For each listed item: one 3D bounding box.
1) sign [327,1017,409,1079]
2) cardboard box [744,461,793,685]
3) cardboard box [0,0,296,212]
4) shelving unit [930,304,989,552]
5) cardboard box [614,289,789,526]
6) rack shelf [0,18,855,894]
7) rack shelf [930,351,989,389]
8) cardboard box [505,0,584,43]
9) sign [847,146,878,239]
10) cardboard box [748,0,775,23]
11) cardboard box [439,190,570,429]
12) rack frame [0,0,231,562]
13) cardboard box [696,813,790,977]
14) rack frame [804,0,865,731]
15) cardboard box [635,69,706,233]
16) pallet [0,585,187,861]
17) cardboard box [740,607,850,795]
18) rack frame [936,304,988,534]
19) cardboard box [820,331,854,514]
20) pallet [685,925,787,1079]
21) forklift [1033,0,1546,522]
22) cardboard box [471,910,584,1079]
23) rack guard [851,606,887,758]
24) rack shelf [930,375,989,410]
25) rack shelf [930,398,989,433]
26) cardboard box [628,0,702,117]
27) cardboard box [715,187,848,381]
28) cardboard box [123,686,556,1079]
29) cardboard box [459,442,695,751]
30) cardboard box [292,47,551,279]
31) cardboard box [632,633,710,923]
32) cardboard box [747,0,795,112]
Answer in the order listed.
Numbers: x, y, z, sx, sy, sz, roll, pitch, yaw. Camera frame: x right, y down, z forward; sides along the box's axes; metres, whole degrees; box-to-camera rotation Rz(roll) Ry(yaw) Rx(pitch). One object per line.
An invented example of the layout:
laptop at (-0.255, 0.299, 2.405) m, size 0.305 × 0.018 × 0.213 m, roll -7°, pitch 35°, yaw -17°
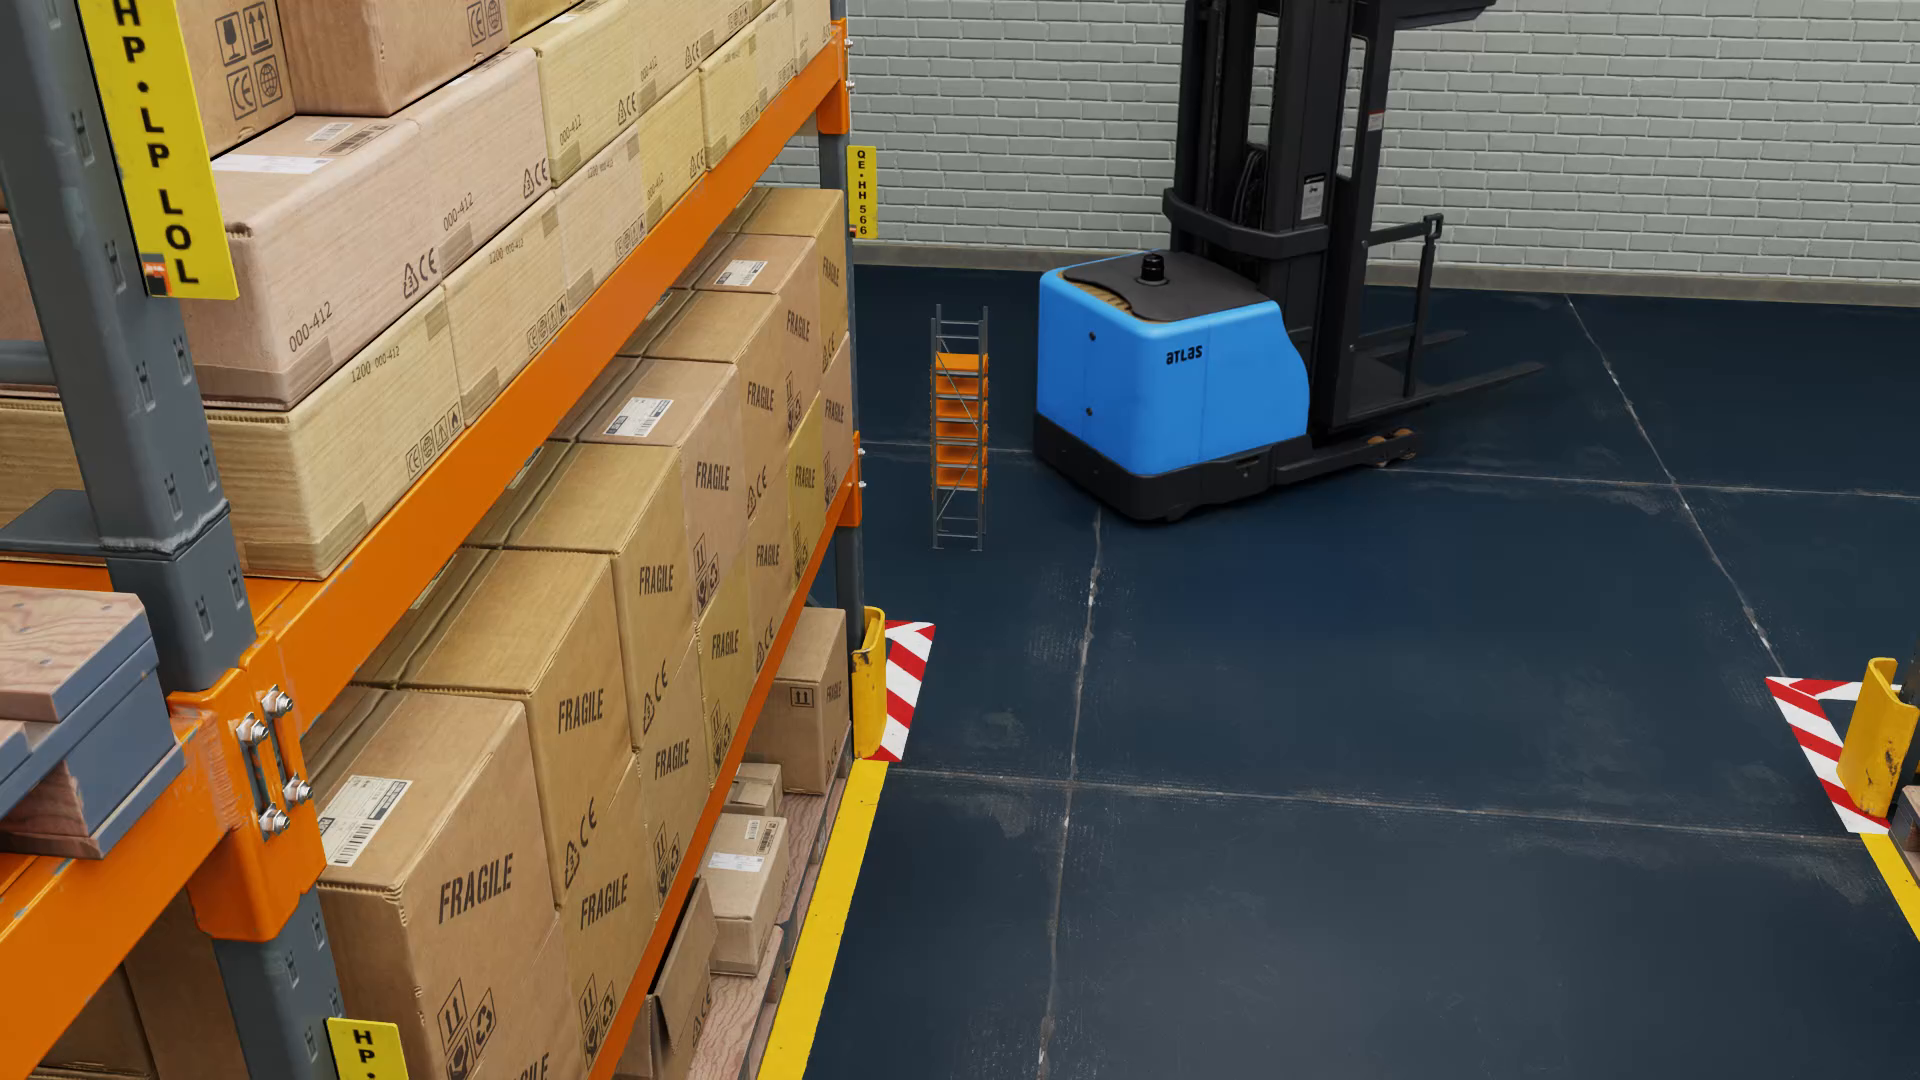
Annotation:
sign at (-0.825, 0.807, 2.369) m, size 0.100 × 0.325 × 0.005 m, roll 3°, pitch 28°, yaw 6°
cardboard box at (-0.797, 0.065, 4.861) m, size 0.500 × 0.500 × 0.500 m, roll 4°, pitch 29°, yaw 7°
cardboard box at (-1.354, -0.750, 2.157) m, size 0.700 × 0.500 × 0.500 m, roll 3°, pitch 28°, yaw 6°
shelving unit at (-0.002, -0.521, 7.953) m, size 0.258 × 1.200 × 0.189 m, roll 3°, pitch 28°, yaw 6°
cardboard box at (-0.788, -0.373, 4.620) m, size 0.500 × 0.500 × 0.500 m, roll 4°, pitch 29°, yaw 8°
rack shelf at (-1.131, -0.659, 3.907) m, size 1.077 × 0.370 × 4.000 m, roll 3°, pitch 28°, yaw 6°
rack shelf at (-0.002, -0.799, 7.803) m, size 0.258 × 0.103 × 0.180 m, roll 3°, pitch 28°, yaw 6°
cardboard box at (-1.097, -1.212, 3.016) m, size 0.700 × 0.500 × 0.500 m, roll 3°, pitch 28°, yaw 6°
sign at (-0.338, -1.204, 5.768) m, size 0.100 × 0.325 × 0.005 m, roll 3°, pitch 28°, yaw 6°
cardboard box at (-0.757, -1.579, 4.487) m, size 0.500 × 0.250 × 0.500 m, roll 3°, pitch 28°, yaw 6°
cardboard box at (-1.006, -0.418, 2.859) m, size 0.500 × 0.250 × 0.500 m, roll 3°, pitch 28°, yaw 6°
rack frame at (-1.376, -1.355, 1.277) m, size 1.000 × 3.000 × 0.127 m, roll 3°, pitch 28°, yaw 6°
cardboard box at (-0.854, 1.136, 5.414) m, size 0.500 × 0.250 × 0.500 m, roll 3°, pitch 28°, yaw 6°
rack frame at (-0.886, -0.597, 6.195) m, size 1.000 × 3.000 × 0.127 m, roll 3°, pitch 28°, yaw 6°
cardboard box at (-0.885, -0.889, 3.733) m, size 0.500 × 0.250 × 0.500 m, roll 3°, pitch 28°, yaw 6°
pallet at (-1.526, 0.351, 1.471) m, size 1.213 × 0.211 × 1.003 m, roll 3°, pitch 28°, yaw 6°
cardboard box at (-0.708, 0.580, 6.182) m, size 0.500 × 0.500 × 0.500 m, roll 3°, pitch 28°, yaw 6°
rack frame at (0.009, -0.564, 8.033) m, size 0.240 × 1.200 × 0.006 m, roll 3°, pitch 28°, yaw 6°
cardboard box at (-0.671, -0.414, 5.750) m, size 0.500 × 0.500 × 0.500 m, roll 4°, pitch 29°, yaw 8°
pallet at (-1.144, 1.615, 5.030) m, size 1.003 × 0.211 × 1.213 m, roll 3°, pitch 28°, yaw 6°
forklift at (1.928, -1.882, 8.653) m, size 3.031 × 2.935 × 1.130 m, roll -15°, pitch 32°, yaw -26°
cardboard box at (-1.043, 1.018, 3.092) m, size 0.500 × 0.500 × 0.500 m, roll 4°, pitch 29°, yaw 8°
rack guard at (-0.895, 0.540, 6.721) m, size 1.175 × 0.500 × 0.348 m, roll 3°, pitch 28°, yaw 6°
rack shelf at (-0.002, -0.694, 7.860) m, size 0.258 × 0.103 × 0.180 m, roll 3°, pitch 28°, yaw 6°
rack shelf at (-0.002, -0.588, 7.917) m, size 0.258 × 0.103 × 0.180 m, roll 3°, pitch 28°, yaw 6°
cardboard box at (-0.877, -1.108, 3.613) m, size 0.500 × 0.250 × 0.500 m, roll 3°, pitch 28°, yaw 6°
cardboard box at (-0.668, -0.855, 5.515) m, size 0.500 × 0.500 × 0.500 m, roll 3°, pitch 28°, yaw 6°
cardboard box at (-1.039, 0.597, 2.820) m, size 0.500 × 0.500 × 0.500 m, roll 4°, pitch 29°, yaw 8°
cardboard box at (-0.913, 0.112, 3.720) m, size 0.500 × 0.500 × 0.500 m, roll 3°, pitch 28°, yaw 5°
cardboard box at (-1.011, -0.638, 2.741) m, size 0.500 × 0.250 × 0.500 m, roll 3°, pitch 28°, yaw 6°
cardboard box at (-0.920, 0.542, 3.977) m, size 0.500 × 0.500 × 0.500 m, roll 3°, pitch 28°, yaw 6°
cardboard box at (-0.759, -1.359, 4.606) m, size 0.500 × 0.250 × 0.500 m, roll 3°, pitch 28°, yaw 6°
